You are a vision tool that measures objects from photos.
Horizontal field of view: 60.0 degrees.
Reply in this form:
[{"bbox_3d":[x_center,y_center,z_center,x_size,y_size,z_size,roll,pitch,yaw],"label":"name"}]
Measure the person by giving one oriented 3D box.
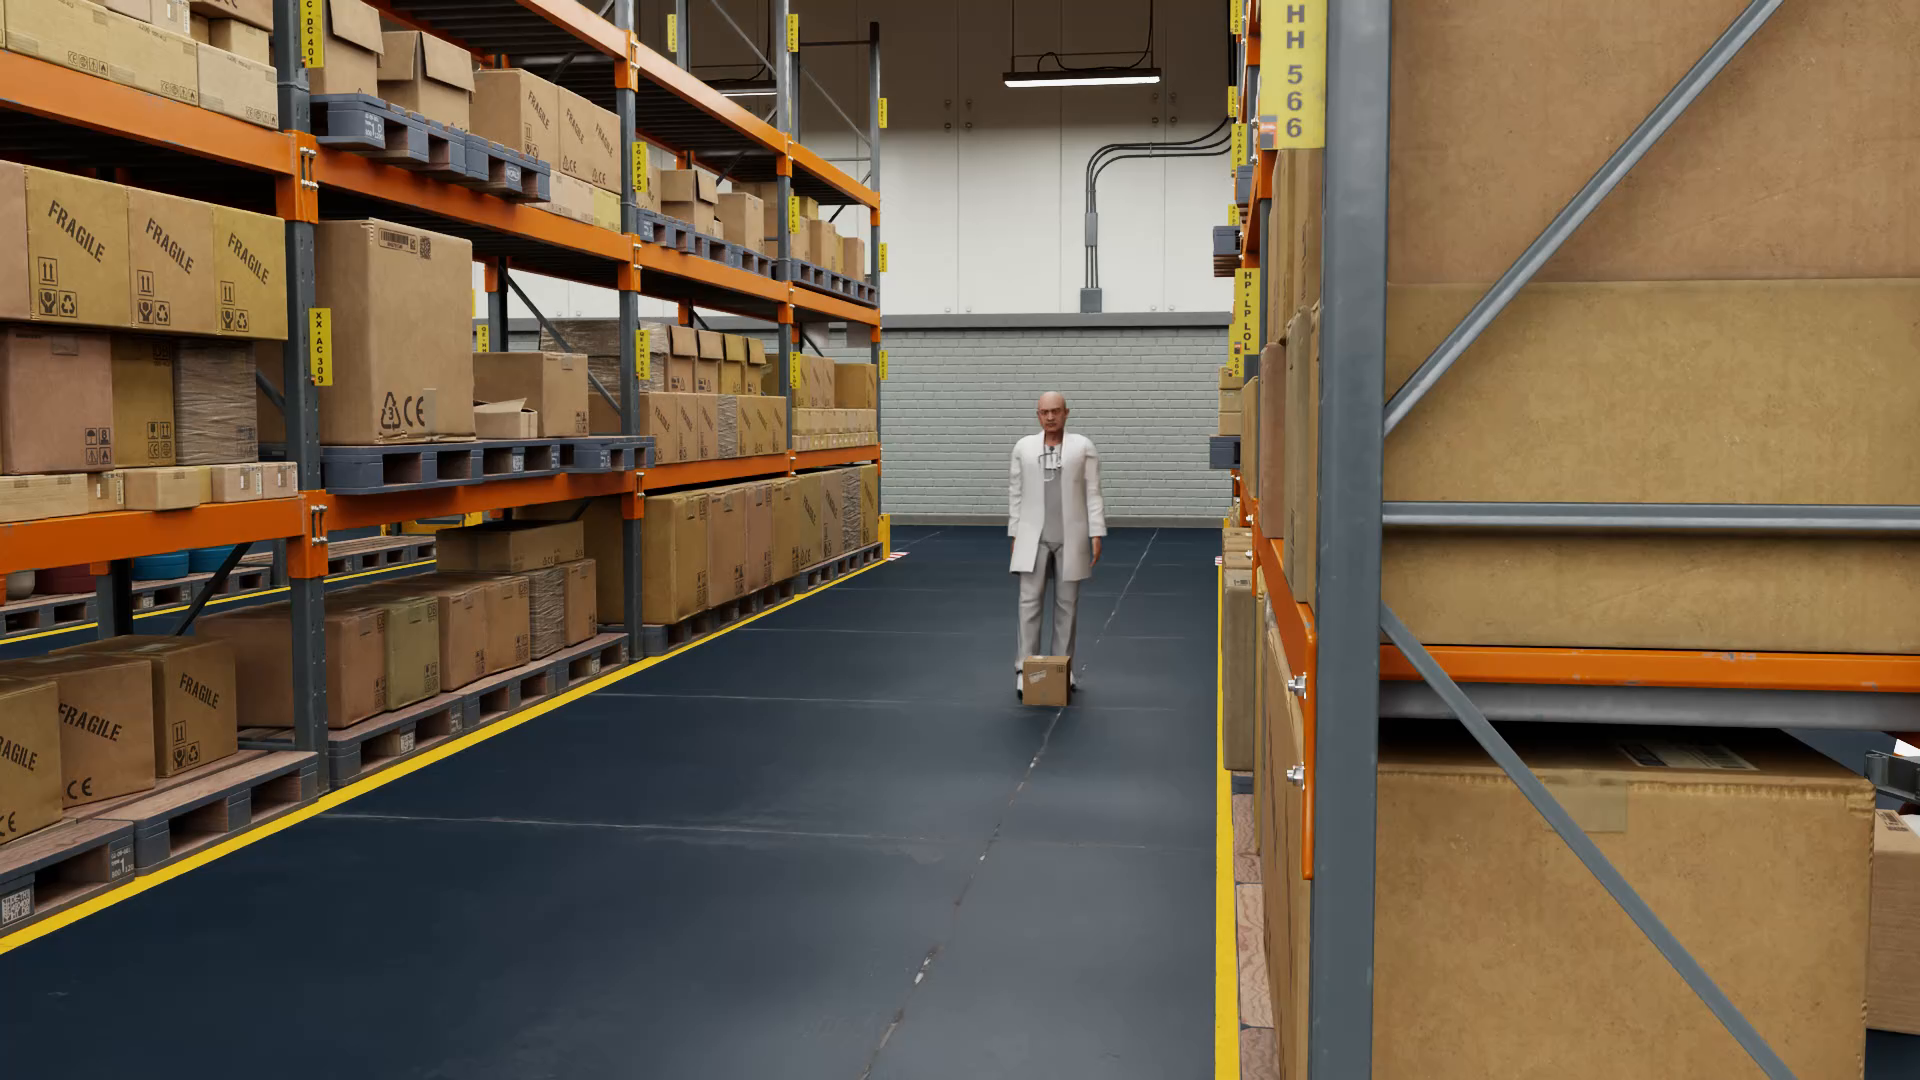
[{"bbox_3d":[0.578,0.005,9.873,0.602,1.771,0.708,0,4,3],"label":"person"}]
